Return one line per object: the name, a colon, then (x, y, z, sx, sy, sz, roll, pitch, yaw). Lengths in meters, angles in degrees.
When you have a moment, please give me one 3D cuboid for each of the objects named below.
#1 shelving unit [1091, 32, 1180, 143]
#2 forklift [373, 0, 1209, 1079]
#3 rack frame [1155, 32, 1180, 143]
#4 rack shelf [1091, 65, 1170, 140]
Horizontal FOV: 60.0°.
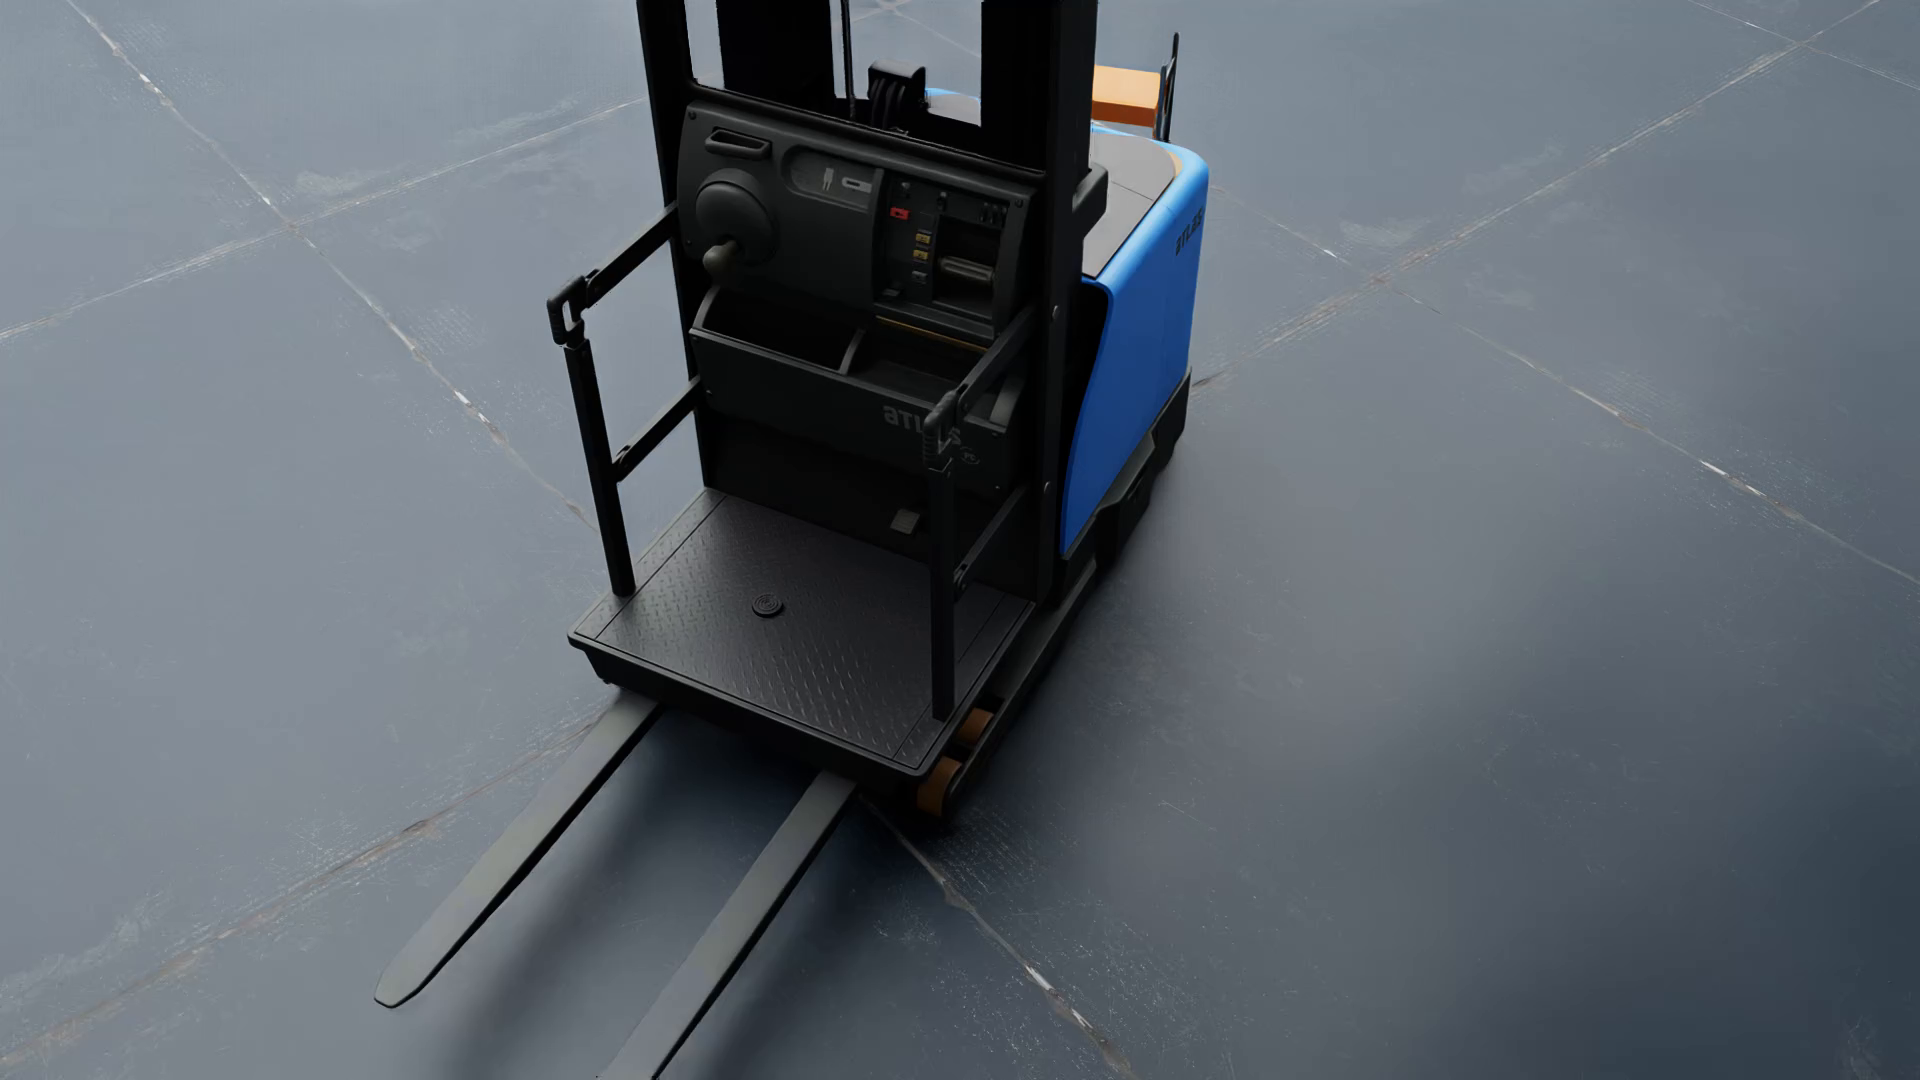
shelving unit: (0.406, -1.102, 5.541, 0.503, 1.200, 0.258, 11, 43, 11)
forklift: (-0.364, -0.678, 3.831, 1.130, 2.935, 3.031, 19, 46, 19)
rack frame: (0.641, -1.057, 5.494, 0.015, 1.200, 0.240, 11, 43, 11)
rack shelf: (0.409, -1.395, 5.280, 0.480, 0.148, 0.258, 11, 43, 11)
